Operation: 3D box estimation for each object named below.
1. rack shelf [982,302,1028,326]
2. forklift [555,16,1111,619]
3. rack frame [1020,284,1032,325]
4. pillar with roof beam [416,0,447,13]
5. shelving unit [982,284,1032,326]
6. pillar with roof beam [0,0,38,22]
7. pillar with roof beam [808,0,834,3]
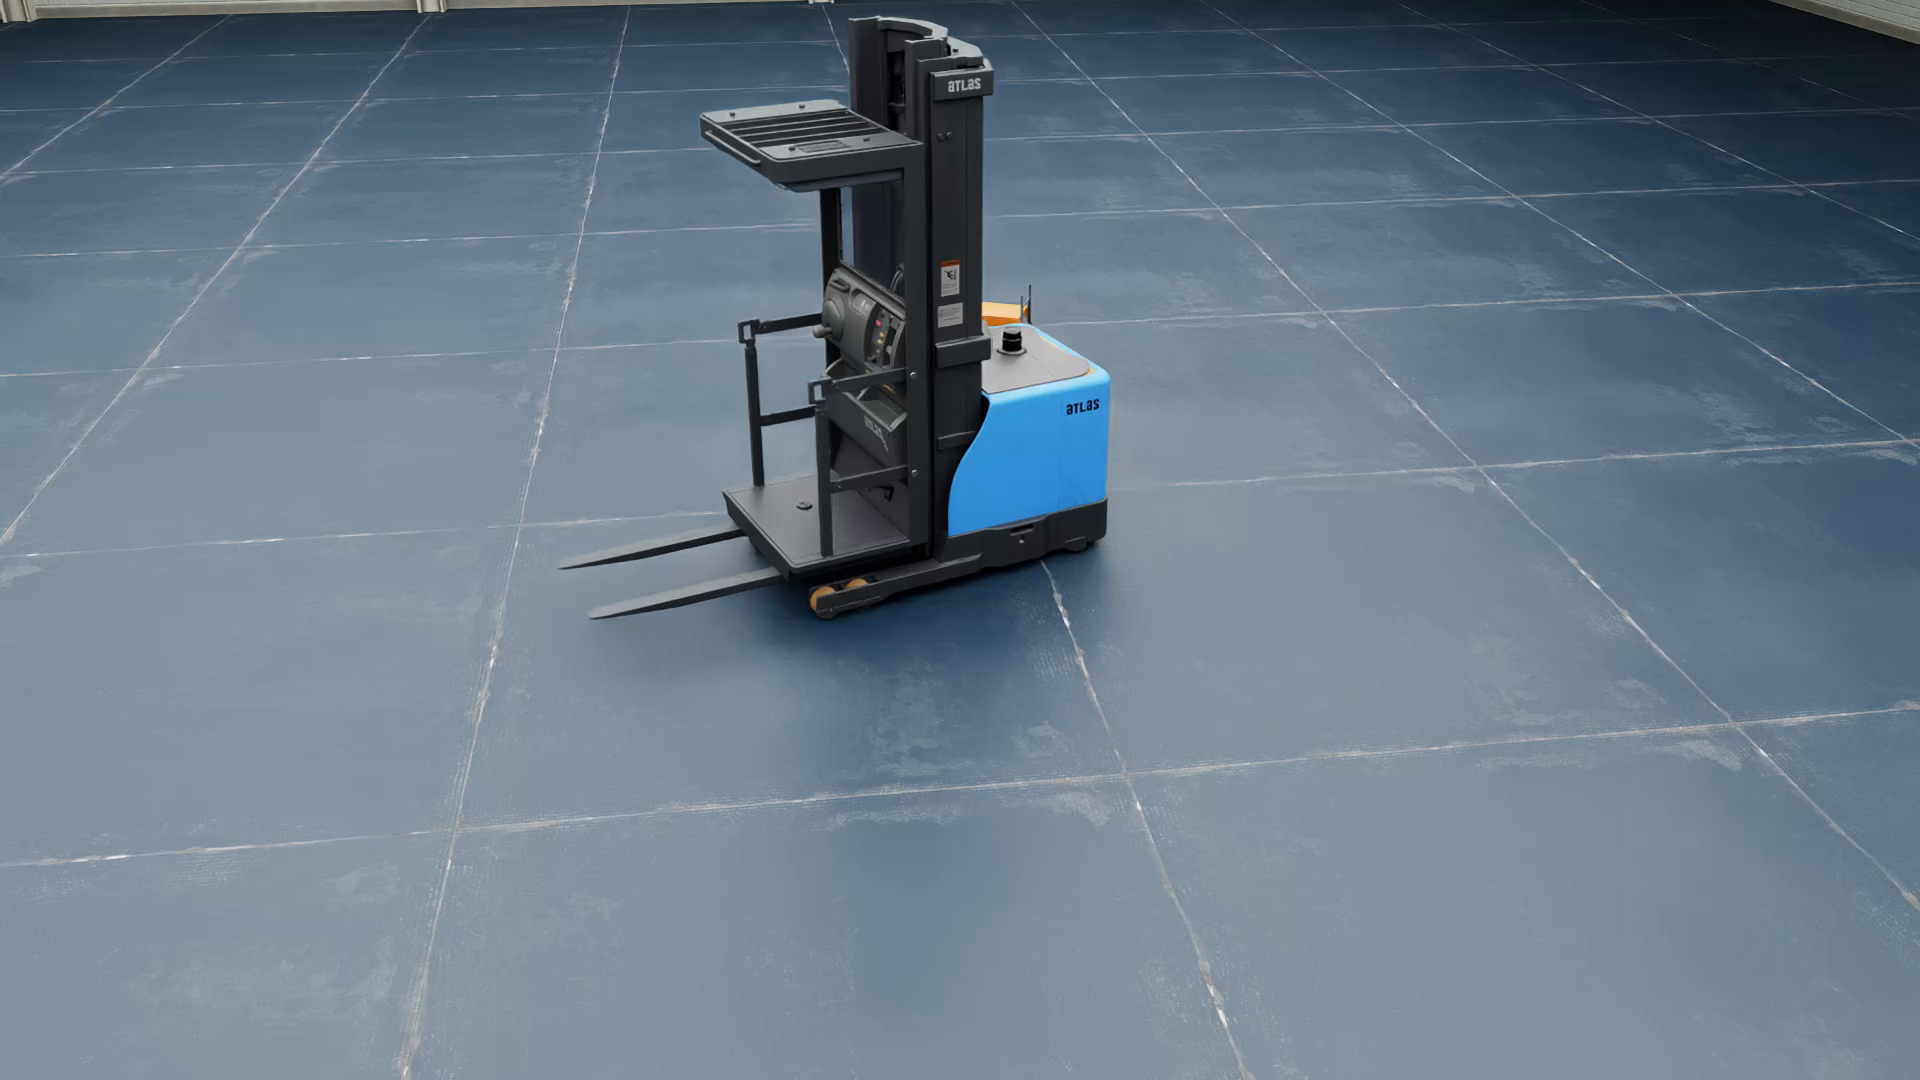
[{"bbox_3d":[0.165,-1.361,10.228,0.480,0.148,0.258,7,28,13],"label":"rack shelf"},{"bbox_3d":[-0.696,-1.158,8.797,3.031,2.935,1.130,-13,30,-24],"label":"forklift"},{"bbox_3d":[0.401,-0.983,10.351,0.015,1.200,0.240,7,28,13],"label":"rack frame"},{"bbox_3d":[-7.548,-10.236,19.842,0.400,9.000,9.100,-4,27,-7],"label":"pillar with roof beam"},{"bbox_3d":[0.165,-1.011,10.407,0.503,1.200,0.258,7,28,13],"label":"shelving unit"},{"bbox_3d":[-13.490,-9.854,19.098,0.400,9.000,9.100,-4,27,-7],"label":"pillar with roof beam"},{"bbox_3d":[-1.607,-10.617,20.585,0.400,9.000,9.100,-4,27,-7],"label":"pillar with roof beam"}]
